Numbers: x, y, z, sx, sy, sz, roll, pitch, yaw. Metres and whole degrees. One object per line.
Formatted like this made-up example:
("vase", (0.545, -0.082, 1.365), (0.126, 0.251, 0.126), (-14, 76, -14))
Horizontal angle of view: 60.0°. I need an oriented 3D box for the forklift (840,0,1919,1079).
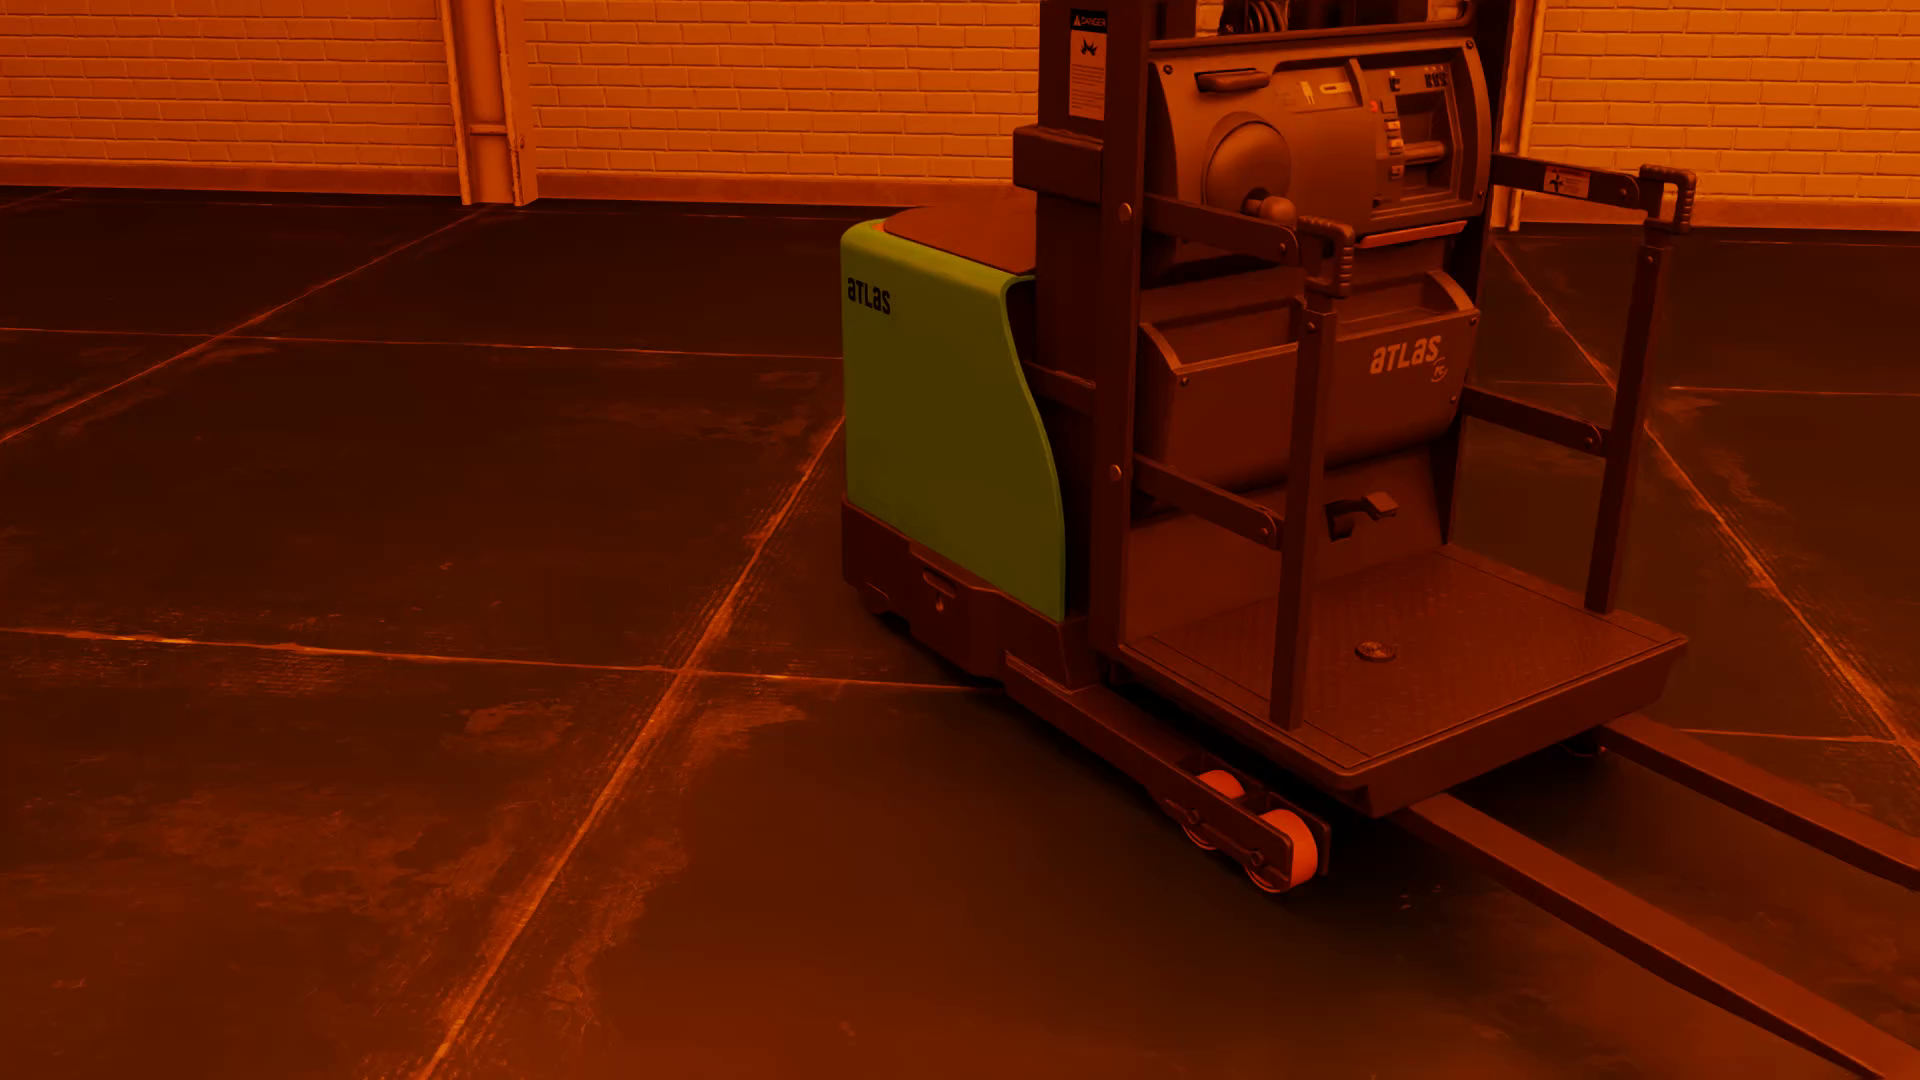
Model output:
("forklift", (0.907, -0.844, 3.349), (1.130, 2.935, 3.031), (-14, 26, -31))
